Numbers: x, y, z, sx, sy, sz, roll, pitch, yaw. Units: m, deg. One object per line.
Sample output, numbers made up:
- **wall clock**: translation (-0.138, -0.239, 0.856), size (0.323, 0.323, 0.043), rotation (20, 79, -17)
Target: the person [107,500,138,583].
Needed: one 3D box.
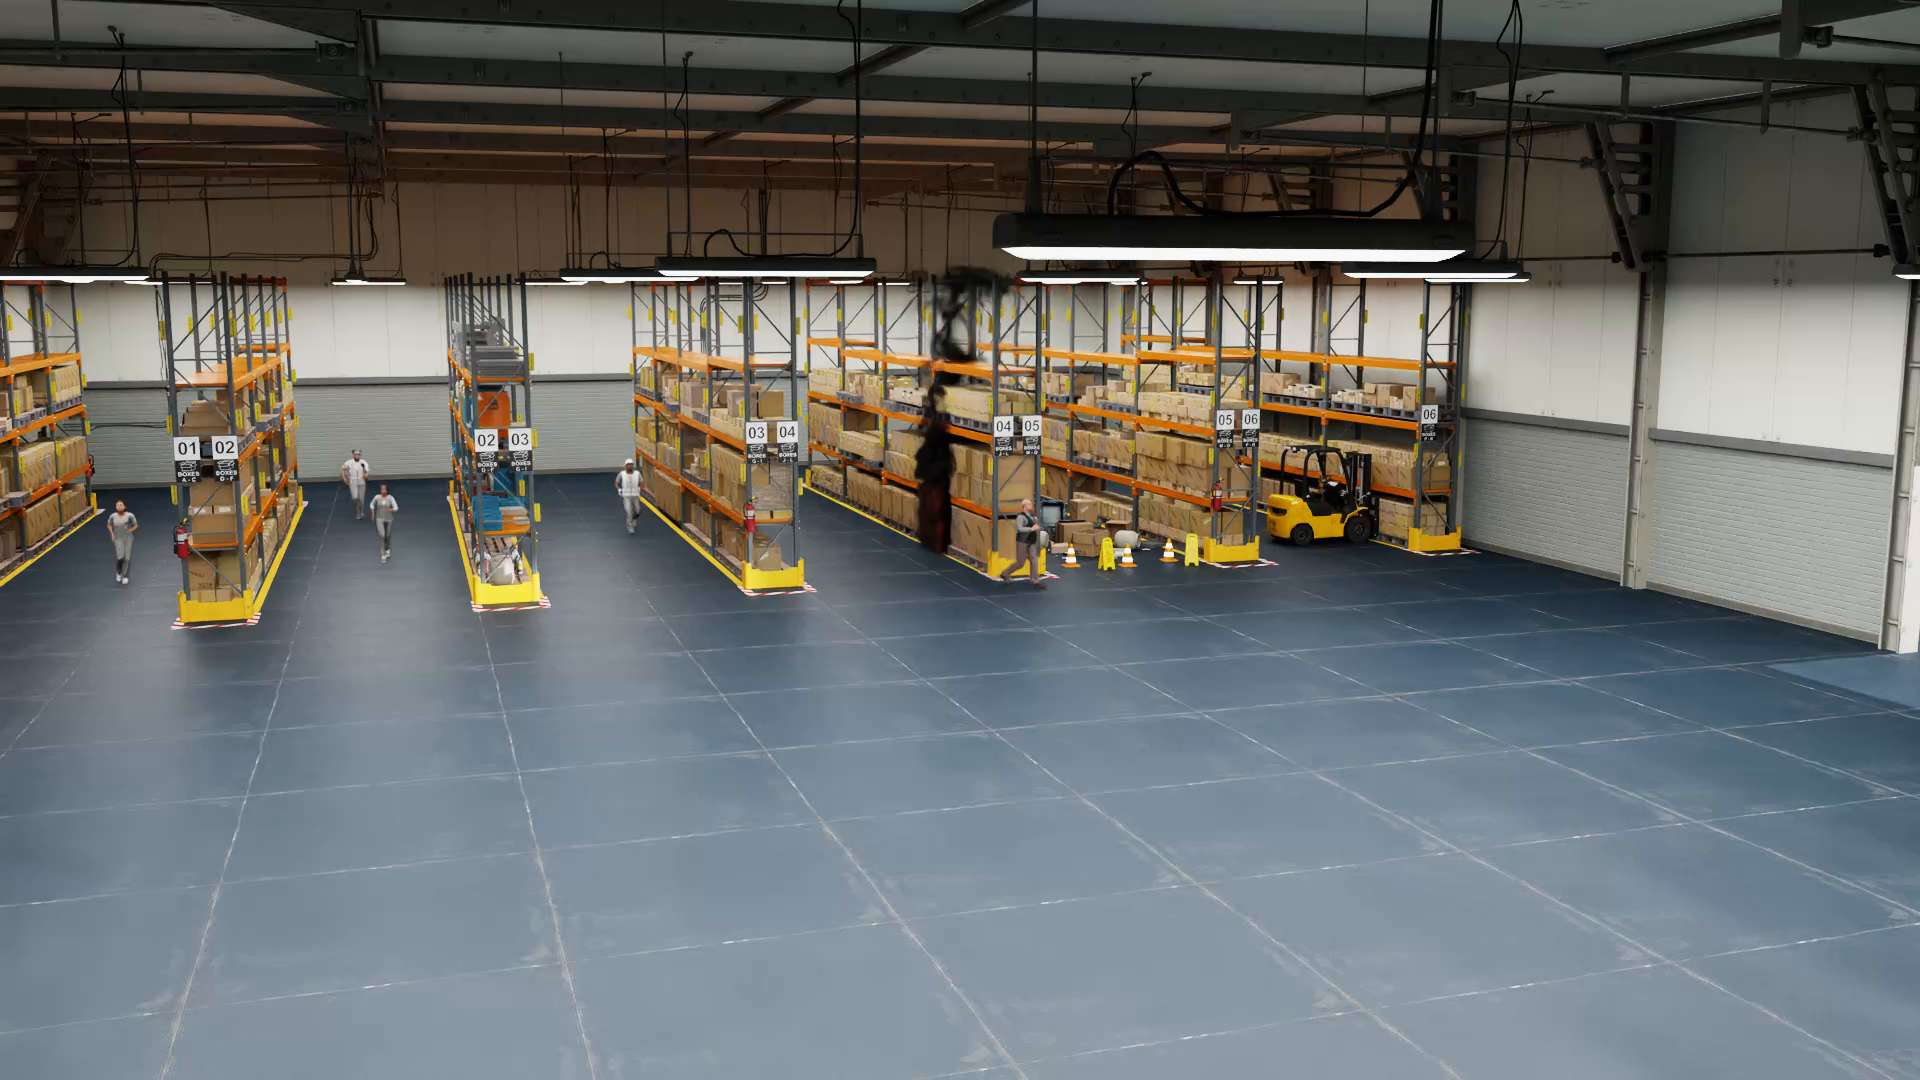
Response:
- **person**: translation (-16.295, 0.032, 32.403), size (0.548, 1.637, 0.593), rotation (-4, 9, -24)

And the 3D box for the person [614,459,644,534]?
- **person**: translation (-7.771, -1.036, 39.176), size (0.689, 1.739, 0.681), rotation (-3, 9, -19)

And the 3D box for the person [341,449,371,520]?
- **person**: translation (-15.048, -1.377, 41.512), size (0.668, 1.814, 0.733), rotation (-5, 10, -30)

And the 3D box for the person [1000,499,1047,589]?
- **person**: translation (1.245, 0.071, 31.748), size (0.960, 1.701, 0.663), rotation (5, 10, 32)

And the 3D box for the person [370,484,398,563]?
- **person**: translation (-12.158, -0.381, 35.166), size (0.531, 1.616, 0.776), rotation (-4, 9, -24)
